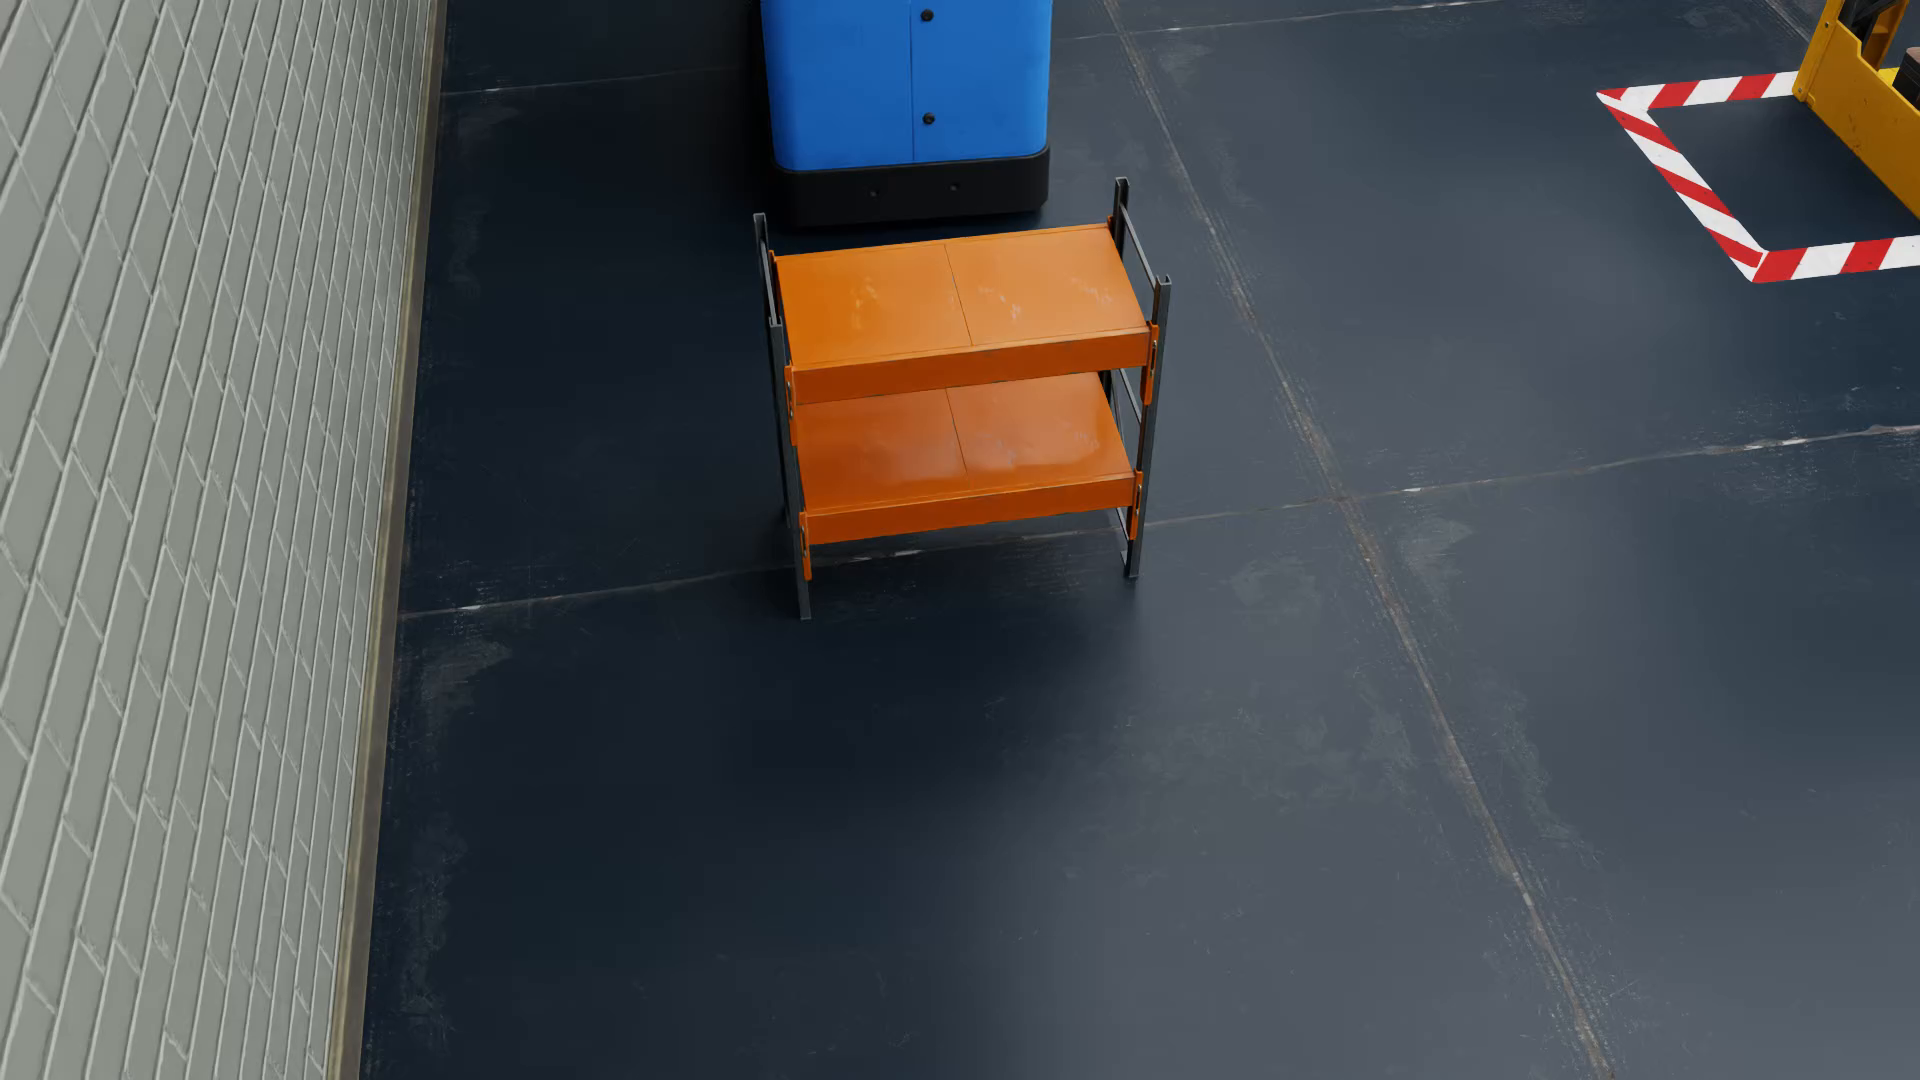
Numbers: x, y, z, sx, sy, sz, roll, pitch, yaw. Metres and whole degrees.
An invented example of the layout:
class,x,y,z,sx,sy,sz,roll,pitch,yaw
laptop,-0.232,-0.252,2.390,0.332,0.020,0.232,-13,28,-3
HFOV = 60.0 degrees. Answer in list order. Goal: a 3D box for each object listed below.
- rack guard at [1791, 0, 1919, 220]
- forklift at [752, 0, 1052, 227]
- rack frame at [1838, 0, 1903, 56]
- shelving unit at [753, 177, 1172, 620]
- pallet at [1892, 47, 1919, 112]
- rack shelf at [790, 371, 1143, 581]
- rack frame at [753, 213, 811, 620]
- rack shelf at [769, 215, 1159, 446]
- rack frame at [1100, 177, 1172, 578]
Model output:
class,x,y,z,sx,sy,sz,roll,pitch,yaw
rack guard,3.805,-1.723,6.563,0.348,0.500,1.175,-7,46,-7
forklift,-0.351,-3.269,6.364,1.130,2.935,3.031,-5,46,-5
rack frame,3.730,-2.581,5.654,0.127,3.000,1.000,-7,46,-7
shelving unit,-0.007,-0.389,4.844,1.048,1.125,0.538,-7,46,-7
pallet,4.611,-1.697,6.739,1.213,0.211,1.003,-7,46,-7
rack shelf,-0.007,-0.220,5.020,1.000,0.278,0.538,-7,46,-7
rack frame,-0.508,-0.327,4.784,0.032,1.125,0.500,-7,46,-7
rack shelf,-0.007,-0.593,4.633,1.000,0.278,0.538,-7,46,-7
rack frame,0.494,-0.452,4.904,0.032,1.125,0.500,-7,46,-7
